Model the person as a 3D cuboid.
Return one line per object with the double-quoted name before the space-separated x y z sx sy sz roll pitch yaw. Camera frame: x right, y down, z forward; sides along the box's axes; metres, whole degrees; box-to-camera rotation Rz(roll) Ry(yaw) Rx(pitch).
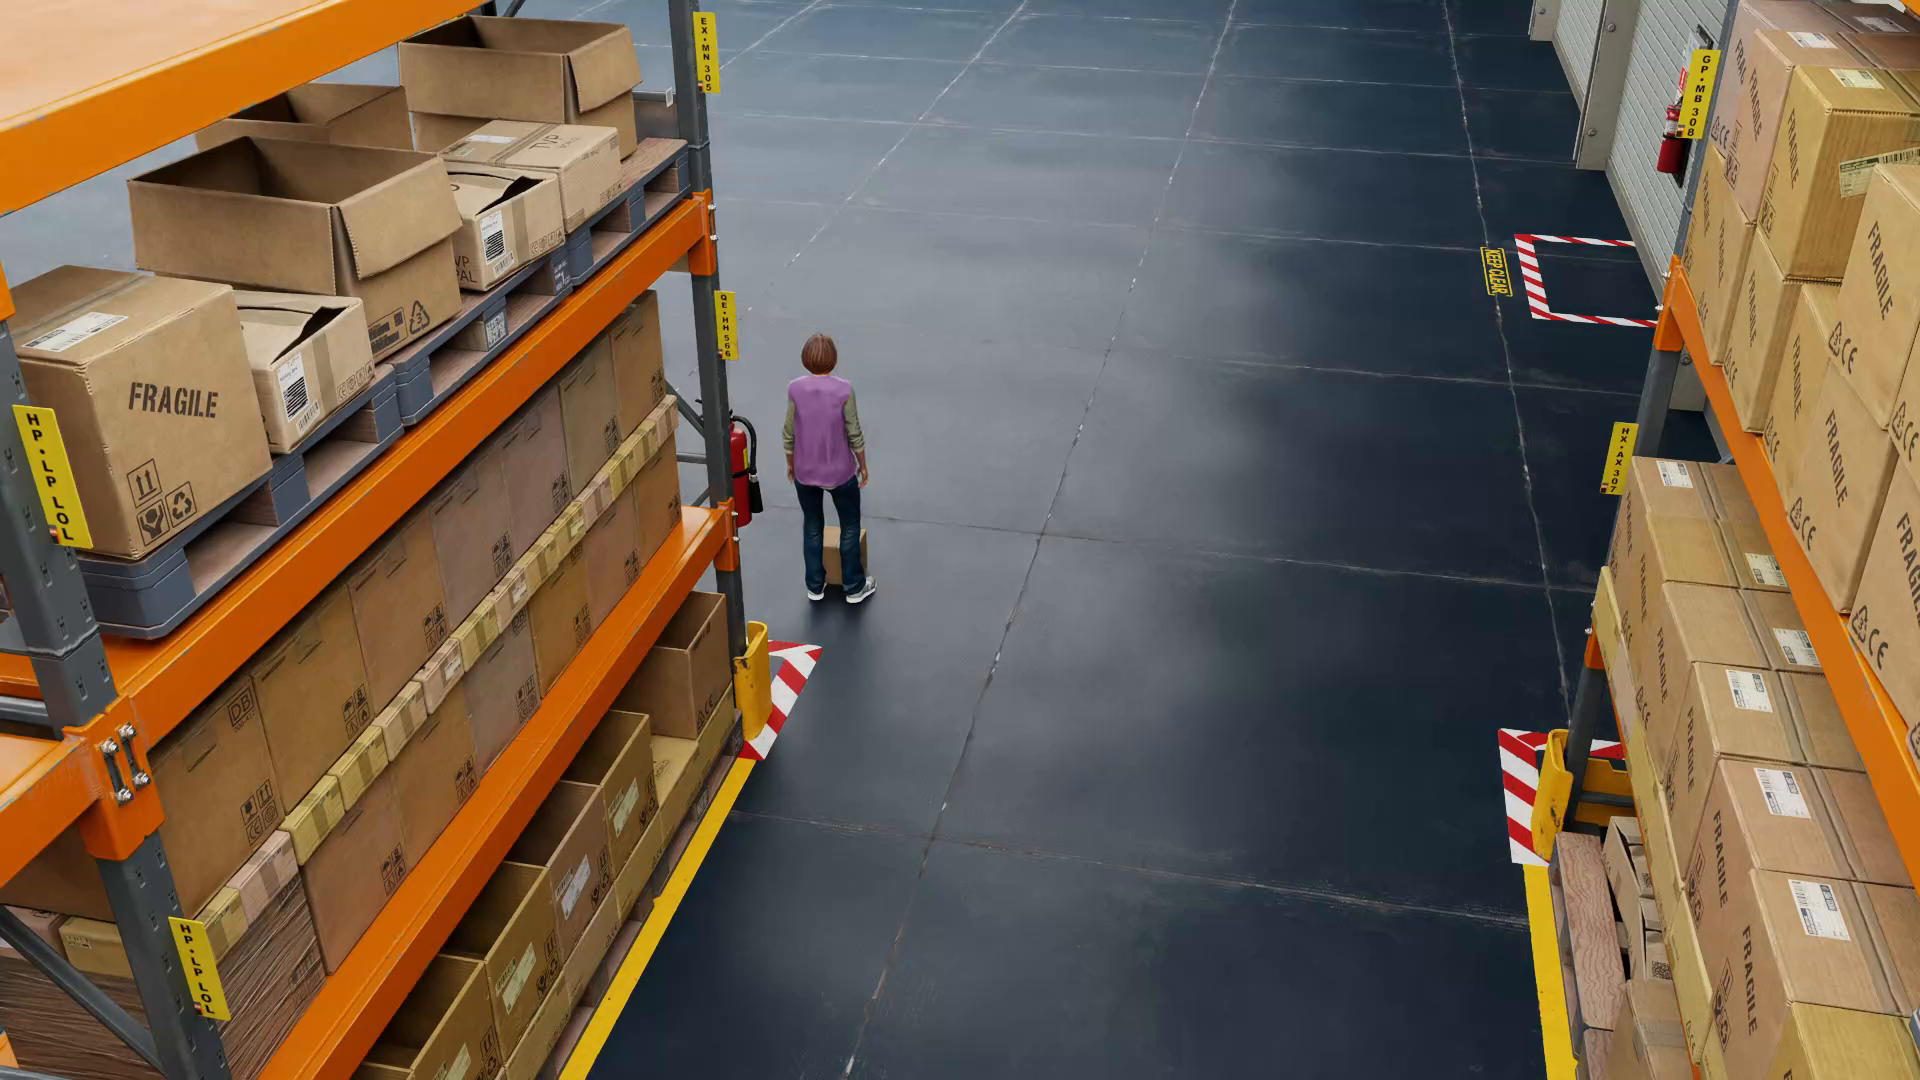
"person" -0.745 -0.380 9.295 0.483 1.594 0.341 5 30 8
